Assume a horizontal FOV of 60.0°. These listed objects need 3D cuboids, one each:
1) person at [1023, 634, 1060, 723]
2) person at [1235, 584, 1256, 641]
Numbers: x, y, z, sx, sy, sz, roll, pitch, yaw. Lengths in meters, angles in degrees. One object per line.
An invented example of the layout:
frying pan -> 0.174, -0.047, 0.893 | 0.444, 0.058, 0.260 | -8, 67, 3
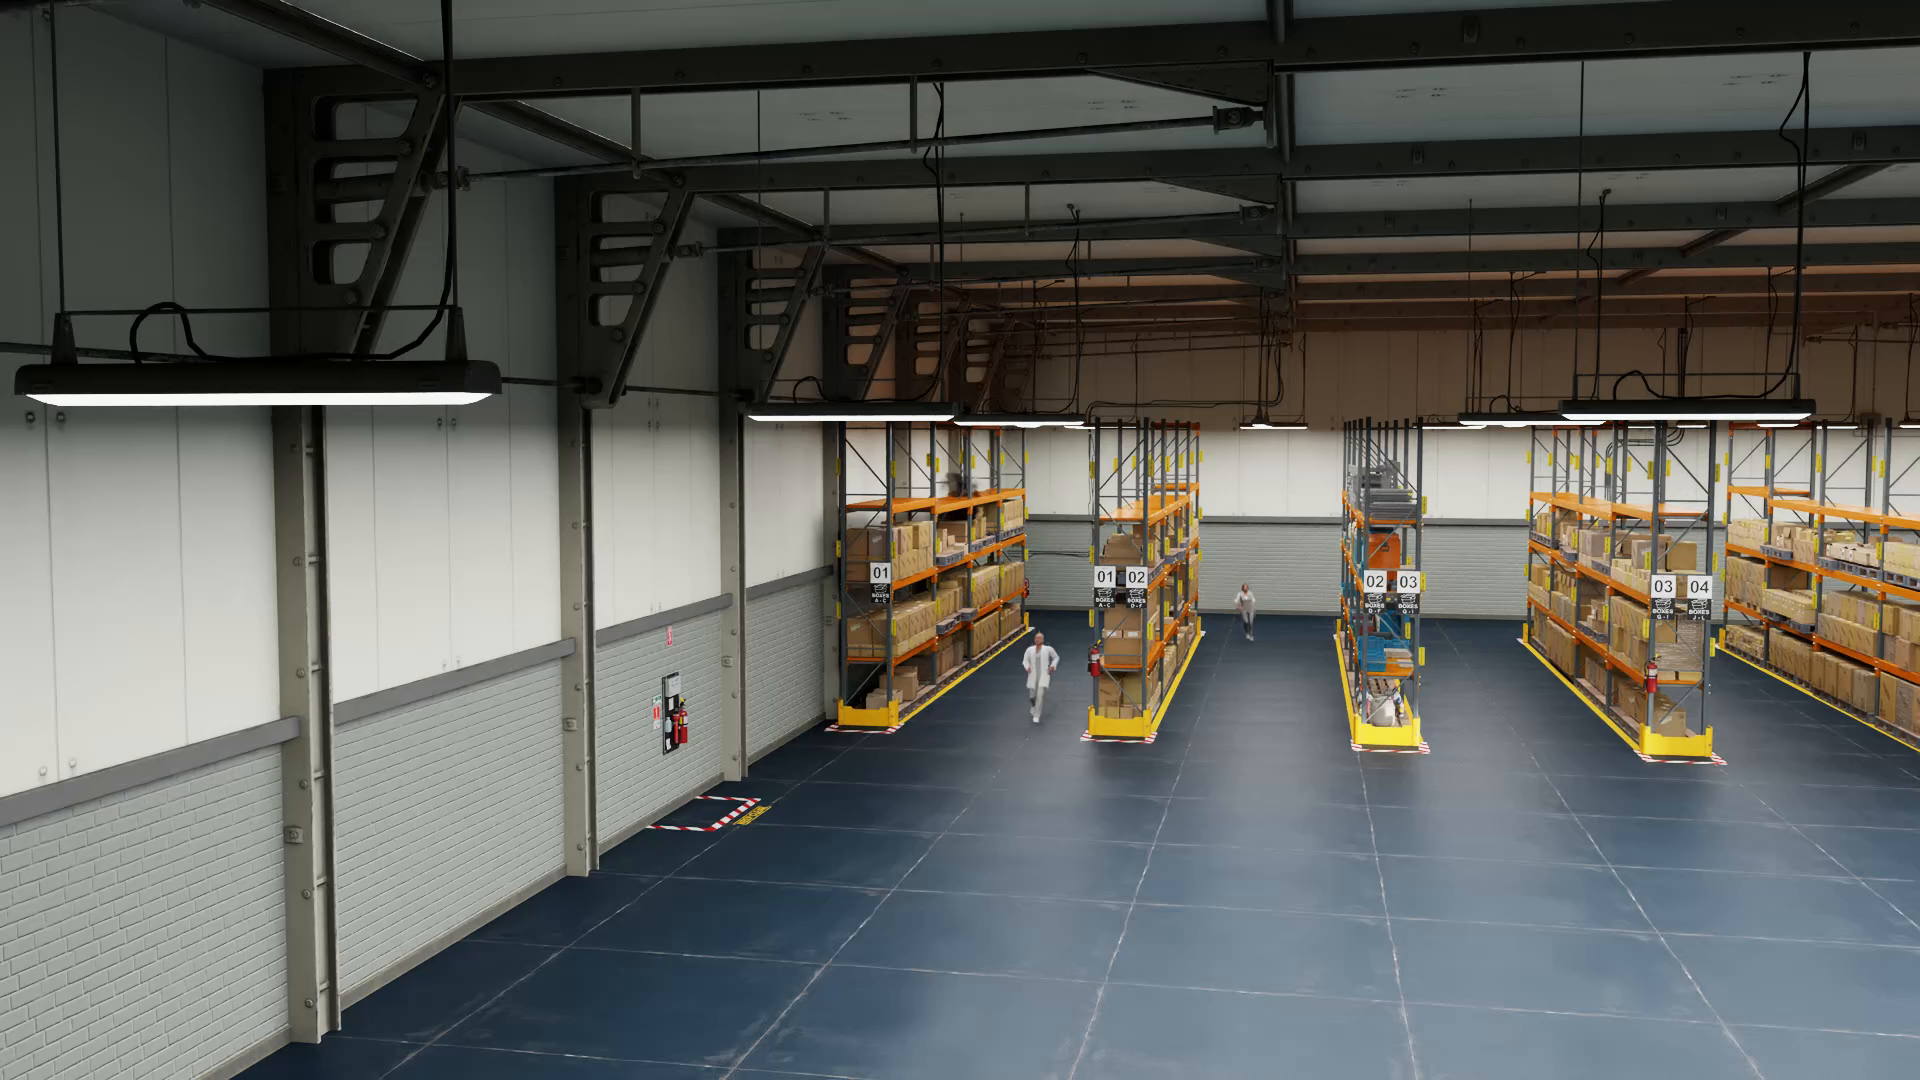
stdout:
person -> 1.568, 2.729, 32.966 | 0.722, 1.711, 0.885 | 1, 4, 16
person -> 7.838, 1.985, 45.541 | 0.539, 1.591, 0.651 | 0, 4, -3
